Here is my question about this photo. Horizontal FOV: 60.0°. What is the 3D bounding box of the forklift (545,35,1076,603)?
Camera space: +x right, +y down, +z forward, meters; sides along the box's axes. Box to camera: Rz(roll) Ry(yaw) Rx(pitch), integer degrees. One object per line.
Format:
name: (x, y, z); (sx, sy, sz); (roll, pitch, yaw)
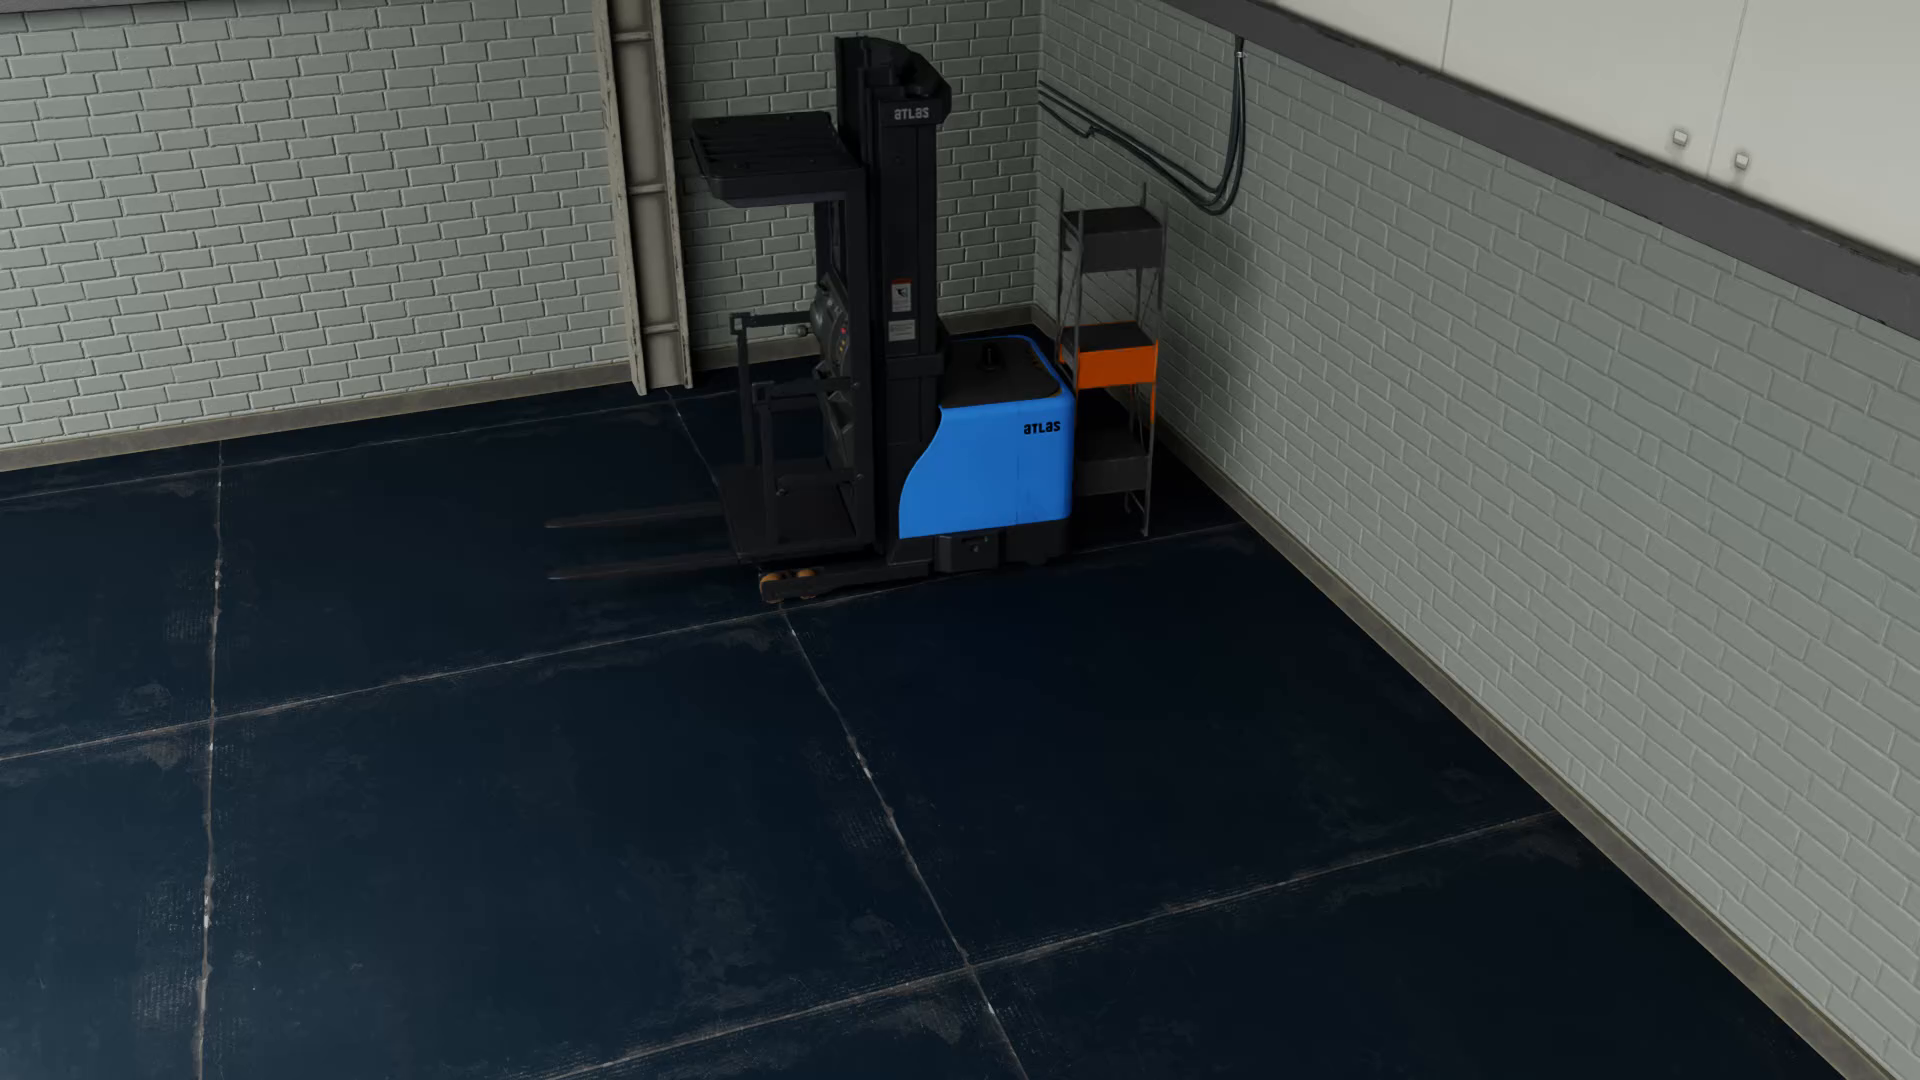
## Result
forklift: (-0.905, -1.203, 9.251); (3.031, 2.935, 1.130); (-7, 30, -12)

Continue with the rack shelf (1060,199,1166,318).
rack shelf: (0.851, -1.592, 9.387); (0.480, 0.518, 0.431); (-7, 30, -12)

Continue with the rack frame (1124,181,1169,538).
rack frame: (1.088, -1.024, 9.777); (0.015, 2.100, 0.400); (-7, 30, -12)

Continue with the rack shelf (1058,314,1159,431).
rack shelf: (0.851, -0.984, 9.734); (0.480, 0.518, 0.431); (-7, 30, -12)

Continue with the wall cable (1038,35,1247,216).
wall cable: (1.057, -3.596, 10.459); (0.112, 2.526, 3.097); (-10, 31, -18)

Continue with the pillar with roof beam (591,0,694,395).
pillar with roof beam: (-0.664, -3.053, 6.369); (0.400, 9.000, 9.100); (-10, 31, -18)

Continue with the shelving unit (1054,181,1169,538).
shelving unit: (0.851, -0.996, 9.727); (0.503, 2.100, 0.431); (-7, 30, -12)

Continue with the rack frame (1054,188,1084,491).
rack frame: (0.614, -0.967, 9.677); (0.015, 2.100, 0.400); (-7, 30, -12)

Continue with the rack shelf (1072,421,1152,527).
rack shelf: (0.851, -0.375, 10.080); (0.480, 0.518, 0.431); (-7, 30, -12)
